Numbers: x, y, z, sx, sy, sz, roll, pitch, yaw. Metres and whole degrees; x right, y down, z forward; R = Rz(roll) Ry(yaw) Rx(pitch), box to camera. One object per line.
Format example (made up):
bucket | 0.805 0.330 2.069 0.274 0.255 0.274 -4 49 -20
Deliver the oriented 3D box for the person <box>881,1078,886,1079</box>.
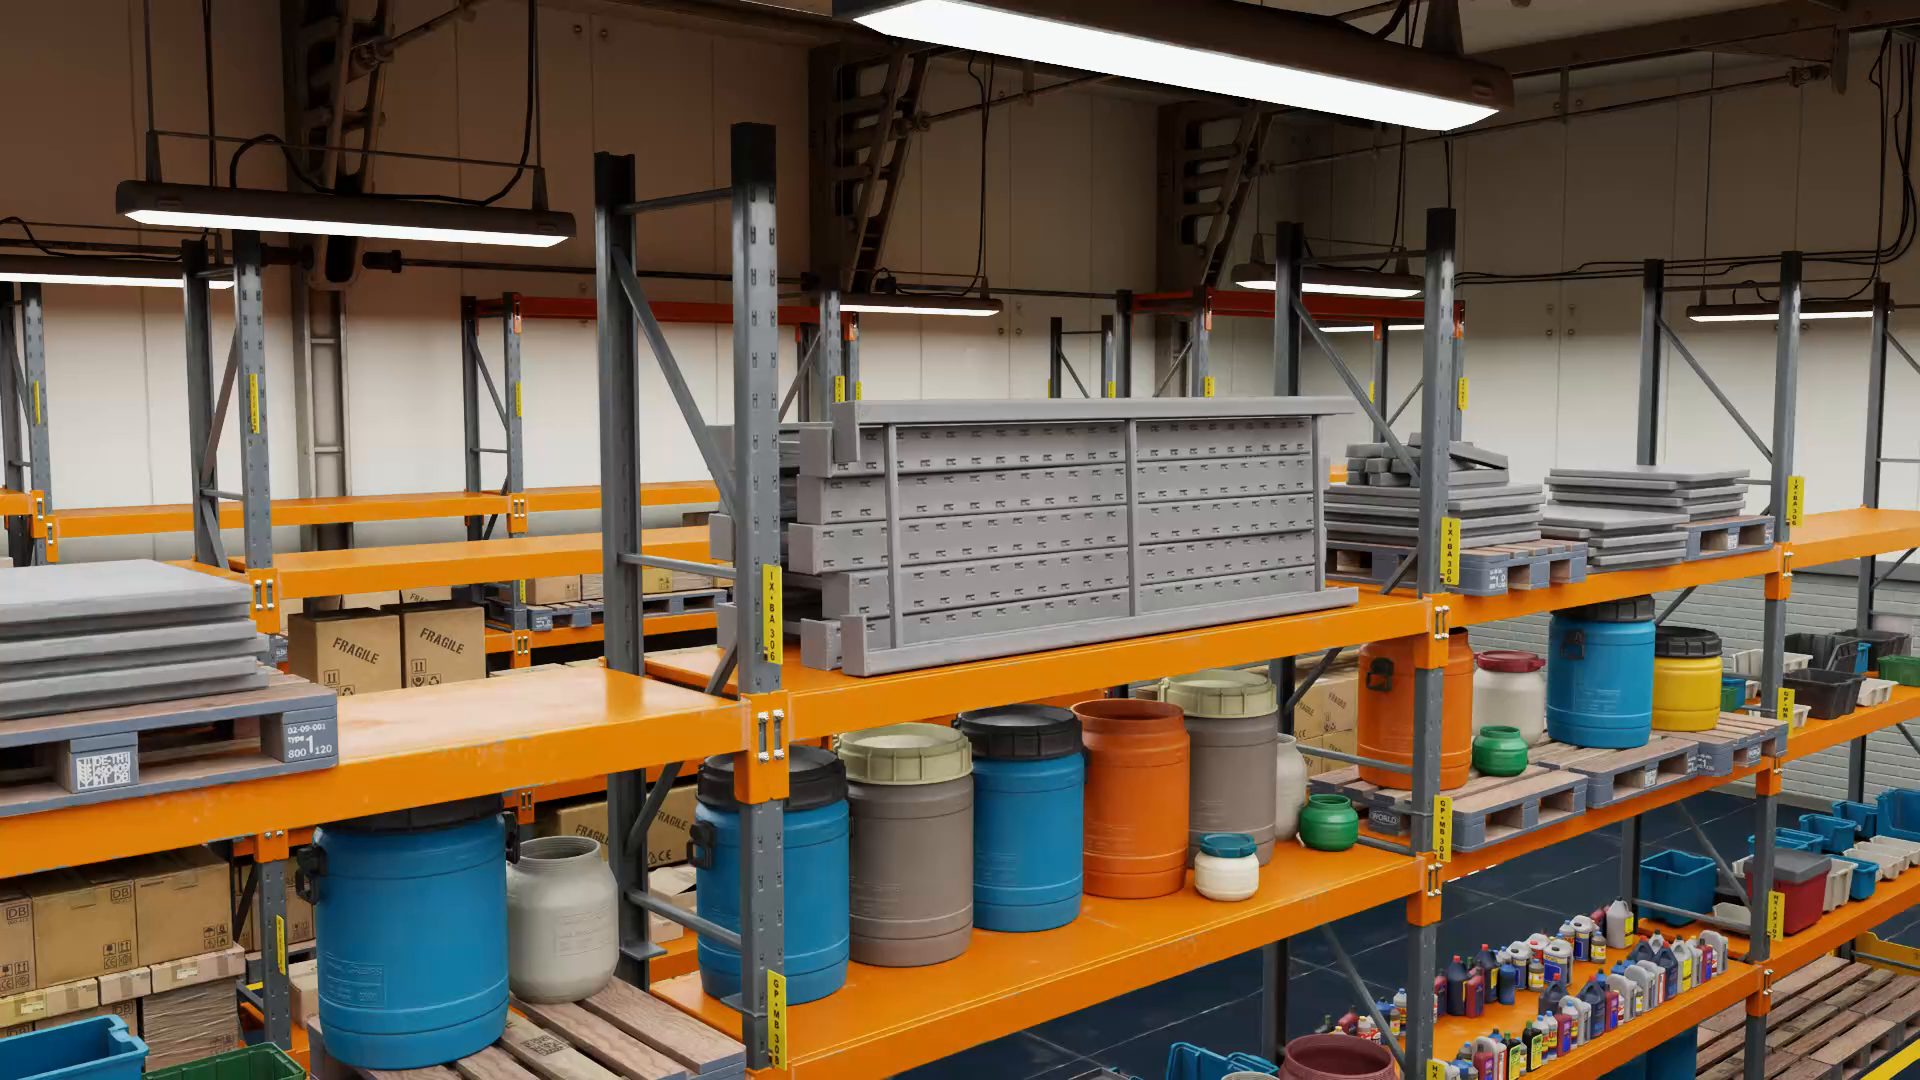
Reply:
person | -0.588 3.449 9.697 0.522 1.636 0.690 5 7 44
